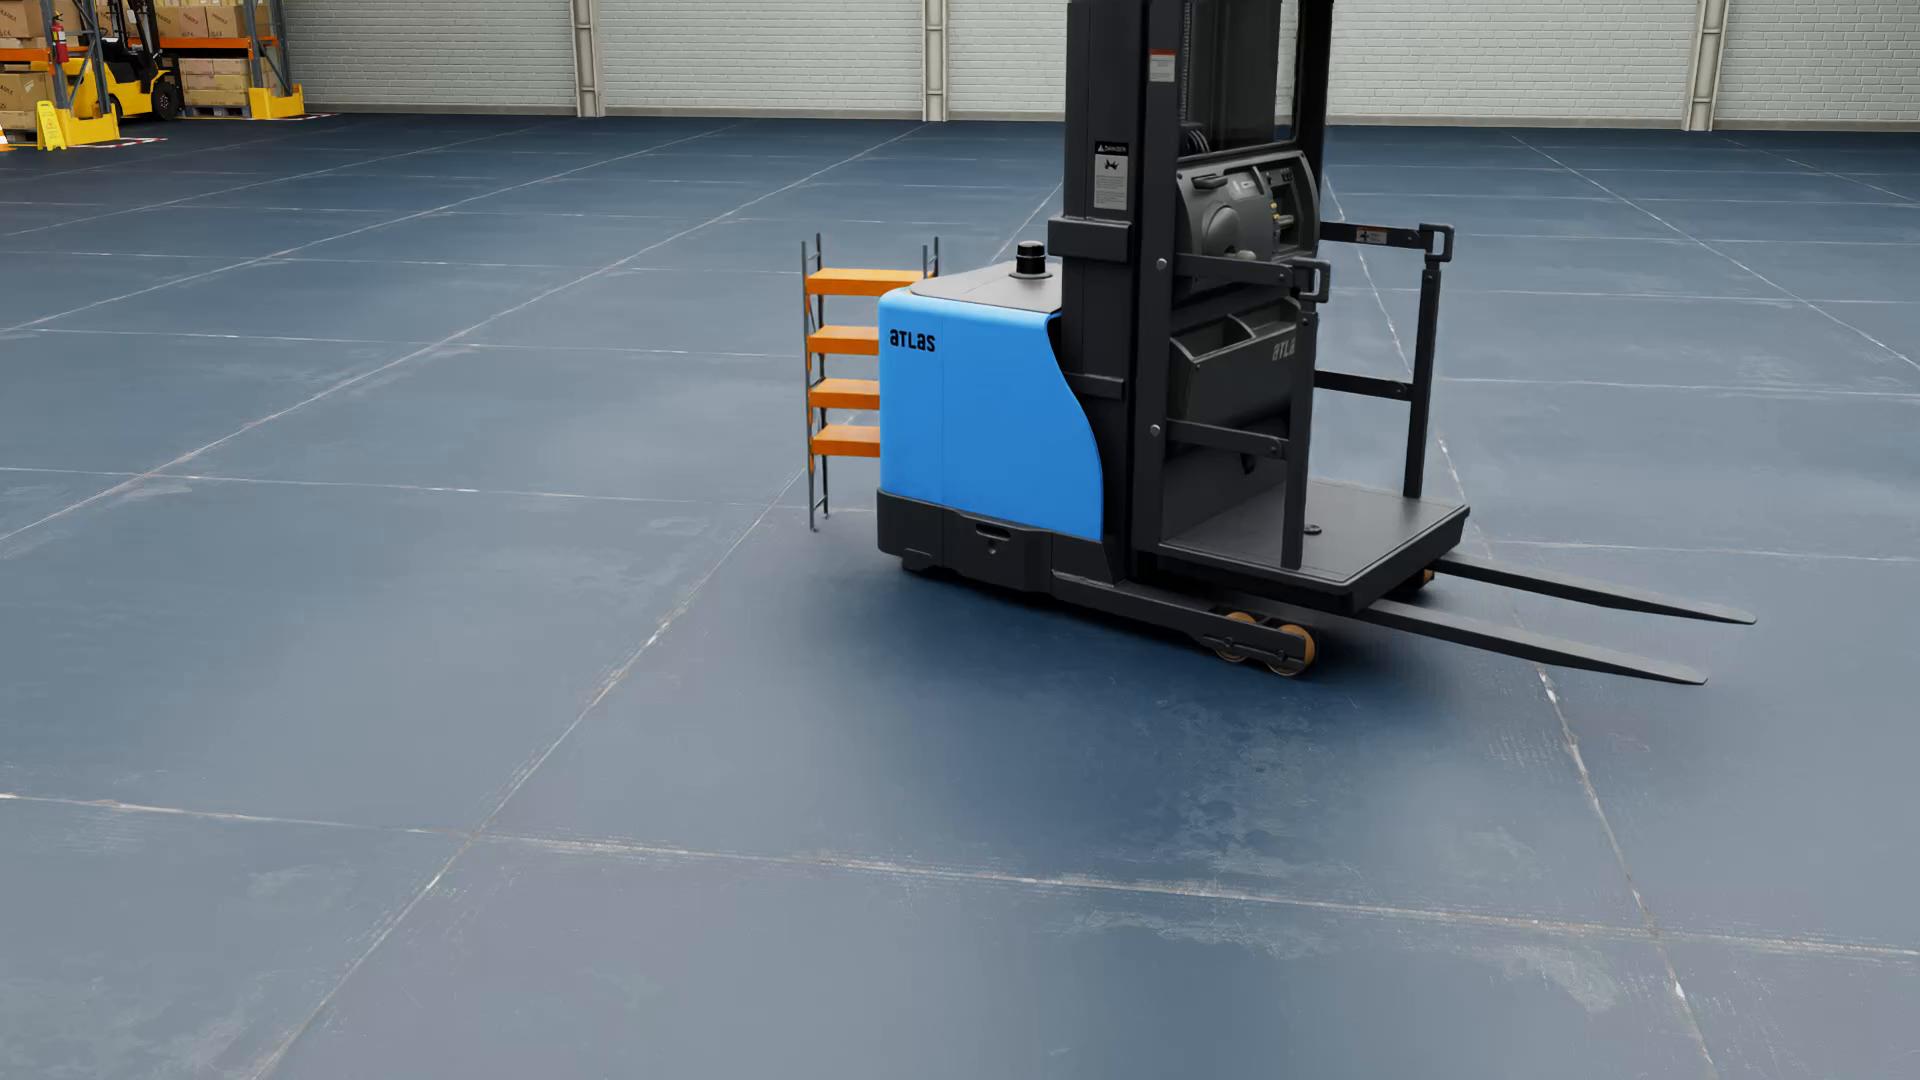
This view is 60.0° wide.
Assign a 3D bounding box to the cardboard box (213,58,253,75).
[{"bbox_3d":[-12.209,-7.984,28.032,0.500,0.250,0.500,4,19,10],"label":"cardboard box"}]

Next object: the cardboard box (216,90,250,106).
[{"bbox_3d":[-12.219,-7.509,28.189,0.500,0.250,0.500,3,19,9],"label":"cardboard box"}]

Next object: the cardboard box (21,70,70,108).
[{"bbox_3d":[-13.265,-6.513,24.030,0.500,0.500,0.500,2,19,7],"label":"cardboard box"}]

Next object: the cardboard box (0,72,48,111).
[{"bbox_3d":[-13.321,-6.343,23.523,0.500,0.500,0.500,3,19,9],"label":"cardboard box"}]

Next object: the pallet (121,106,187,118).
[{"bbox_3d":[-13.668,-7.454,28.748,1.213,0.211,1.003,3,19,9],"label":"pallet"}]

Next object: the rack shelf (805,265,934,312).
[{"bbox_3d":[-0.354,-0.999,6.660,0.480,0.148,0.258,3,19,10],"label":"rack shelf"}]

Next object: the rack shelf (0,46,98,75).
[{"bbox_3d":[-14.464,-6.893,23.811,4.000,0.370,1.077,3,19,9],"label":"rack shelf"}]

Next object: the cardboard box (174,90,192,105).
[{"bbox_3d":[-13.201,-7.565,28.356,0.500,0.250,0.500,3,19,9],"label":"cardboard box"}]

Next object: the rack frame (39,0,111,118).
[{"bbox_3d":[-12.489,-7.134,23.396,0.127,3.000,1.000,3,19,9],"label":"rack frame"}]

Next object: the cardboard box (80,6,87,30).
[{"bbox_3d":[-14.741,-8.812,28.256,0.500,0.500,0.500,3,19,10],"label":"cardboard box"}]

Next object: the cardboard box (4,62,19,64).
[{"bbox_3d":[-16.937,-8.027,29.148,0.625,0.625,0.875,3,19,8],"label":"cardboard box"}]

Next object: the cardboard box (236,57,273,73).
[{"bbox_3d":[-12.150,-8.142,28.505,0.500,0.250,0.500,3,19,8],"label":"cardboard box"}]

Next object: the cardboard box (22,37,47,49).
[{"bbox_3d":[-12.892,-6.966,23.292,0.250,0.149,0.380,4,19,10],"label":"cardboard box"}]

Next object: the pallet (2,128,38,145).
[{"bbox_3d":[-13.360,-5.867,24.005,1.213,0.211,1.003,3,19,9],"label":"pallet"}]

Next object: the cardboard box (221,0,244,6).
[{"bbox_3d":[-12.092,-8.974,27.715,0.250,0.149,0.380,3,19,9],"label":"cardboard box"}]

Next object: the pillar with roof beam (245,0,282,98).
[{"bbox_3d":[-12.933,-10.503,24.010,0.400,9.000,9.100,3,19,9],"label":"pillar with roof beam"}]

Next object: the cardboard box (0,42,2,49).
[{"bbox_3d":[-13.410,-6.964,23.285,0.250,0.149,0.380,3,19,8],"label":"cardboard box"}]

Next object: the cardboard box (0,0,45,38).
[{"bbox_3d":[-13.068,-7.263,23.156,0.500,0.500,0.500,3,19,8],"label":"cardboard box"}]

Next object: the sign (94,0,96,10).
[{"bbox_3d":[-12.403,-7.714,23.767,0.005,0.325,0.100,3,19,9],"label":"sign"}]

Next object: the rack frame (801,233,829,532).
[{"bbox_3d":[-0.594,-0.641,6.829,0.015,1.200,0.240,3,19,10],"label":"rack frame"}]

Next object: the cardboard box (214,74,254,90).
[{"bbox_3d":[-12.235,-7.748,28.115,0.500,0.250,0.500,3,19,8],"label":"cardboard box"}]

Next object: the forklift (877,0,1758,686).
[{"bbox_3d":[1.159,-1.133,5.570,3.031,2.935,1.130,13,23,35],"label":"forklift"}]

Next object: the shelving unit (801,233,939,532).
[{"bbox_3d":[-0.354,-0.627,6.785,0.503,1.200,0.258,3,19,10],"label":"shelving unit"}]

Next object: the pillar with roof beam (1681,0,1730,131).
[{"bbox_3d":[10.764,-9.295,20.400,0.400,9.000,9.100,3,19,9],"label":"pillar with roof beam"}]

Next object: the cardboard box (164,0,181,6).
[{"bbox_3d":[-13.110,-9.024,27.866,0.250,0.149,0.380,2,19,7],"label":"cardboard box"}]

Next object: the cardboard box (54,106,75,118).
[{"bbox_3d":[-13.241,-6.156,24.146,0.500,0.250,0.500,3,19,8],"label":"cardboard box"}]

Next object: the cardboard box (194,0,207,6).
[{"bbox_3d":[-12.596,-9.009,27.822,0.250,0.149,0.380,3,19,10],"label":"cardboard box"}]

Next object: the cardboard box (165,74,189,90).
[{"bbox_3d":[-13.242,-7.796,28.258,0.500,0.250,0.500,2,19,7],"label":"cardboard box"}]

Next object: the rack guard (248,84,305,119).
[{"bbox_3d":[-11.682,-7.502,28.437,0.348,0.500,1.175,3,19,9],"label":"rack guard"}]

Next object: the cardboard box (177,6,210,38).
[{"bbox_3d":[-12.744,-8.708,27.943,0.500,0.500,0.500,4,19,10],"label":"cardboard box"}]

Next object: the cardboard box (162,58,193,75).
[{"bbox_3d":[-13.214,-8.030,28.170,0.500,0.250,0.500,3,19,9],"label":"cardboard box"}]

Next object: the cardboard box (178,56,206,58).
[{"bbox_3d":[-13.136,-8.194,28.662,0.500,0.250,0.500,3,19,8],"label":"cardboard box"}]

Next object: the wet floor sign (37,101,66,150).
[{"bbox_3d":[-12.471,-5.672,22.739,0.232,0.644,0.267,10,21,27],"label":"wet floor sign"}]

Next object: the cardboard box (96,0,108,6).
[{"bbox_3d":[-14.373,-9.080,28.035,0.250,0.149,0.380,3,19,8],"label":"cardboard box"}]

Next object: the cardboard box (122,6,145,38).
[{"bbox_3d":[-13.748,-8.755,28.085,0.500,0.500,0.500,3,19,9],"label":"cardboard box"}]

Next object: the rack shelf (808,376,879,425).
[{"bbox_3d":[-0.354,-0.563,6.806,0.480,0.148,0.258,3,19,10],"label":"rack shelf"}]

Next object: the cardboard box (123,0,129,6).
[{"bbox_3d":[-13.858,-9.063,27.981,0.250,0.149,0.380,3,19,8],"label":"cardboard box"}]

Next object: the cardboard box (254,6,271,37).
[{"bbox_3d":[-12.150,-8.848,28.363,0.500,0.500,0.500,4,19,10],"label":"cardboard box"}]
